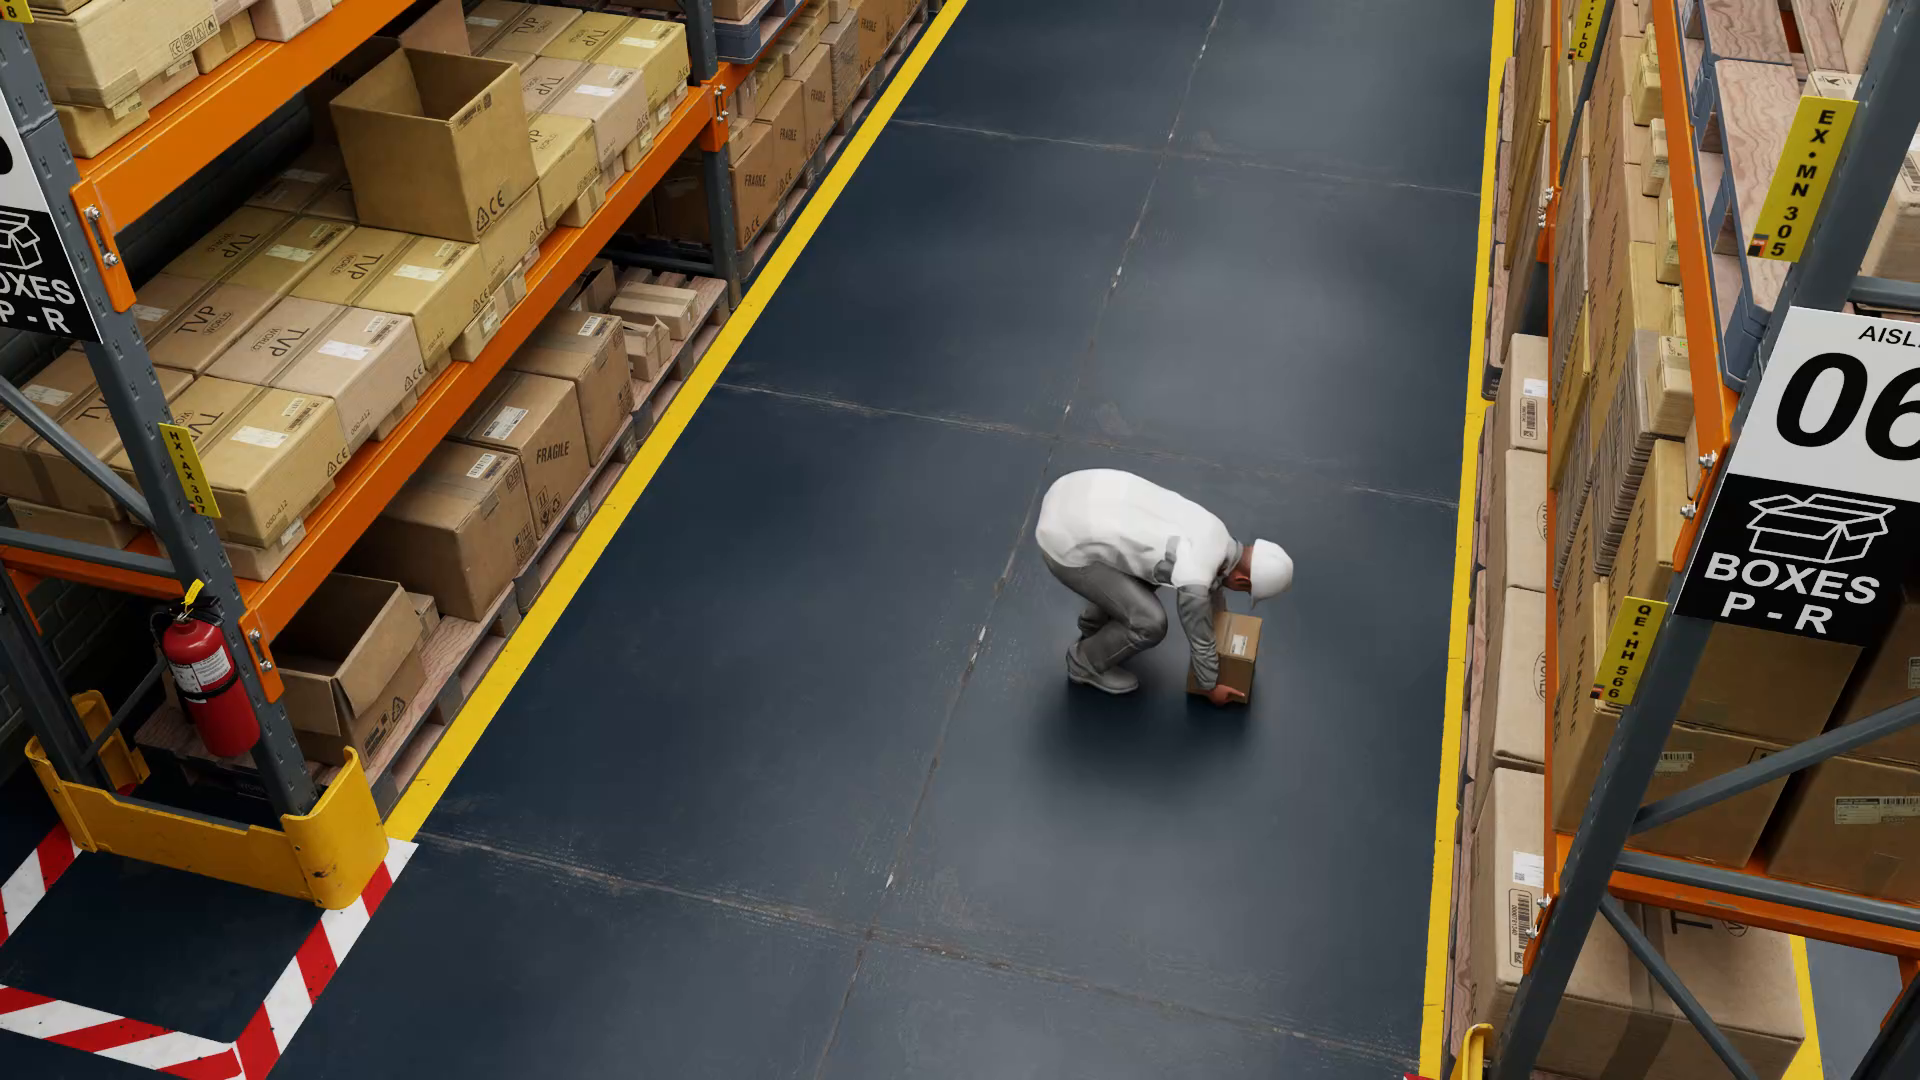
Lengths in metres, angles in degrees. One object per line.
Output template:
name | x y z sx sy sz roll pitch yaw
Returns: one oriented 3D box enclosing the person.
person | 0.816 0.135 6.550 1.003 1.028 0.499 8 41 9
